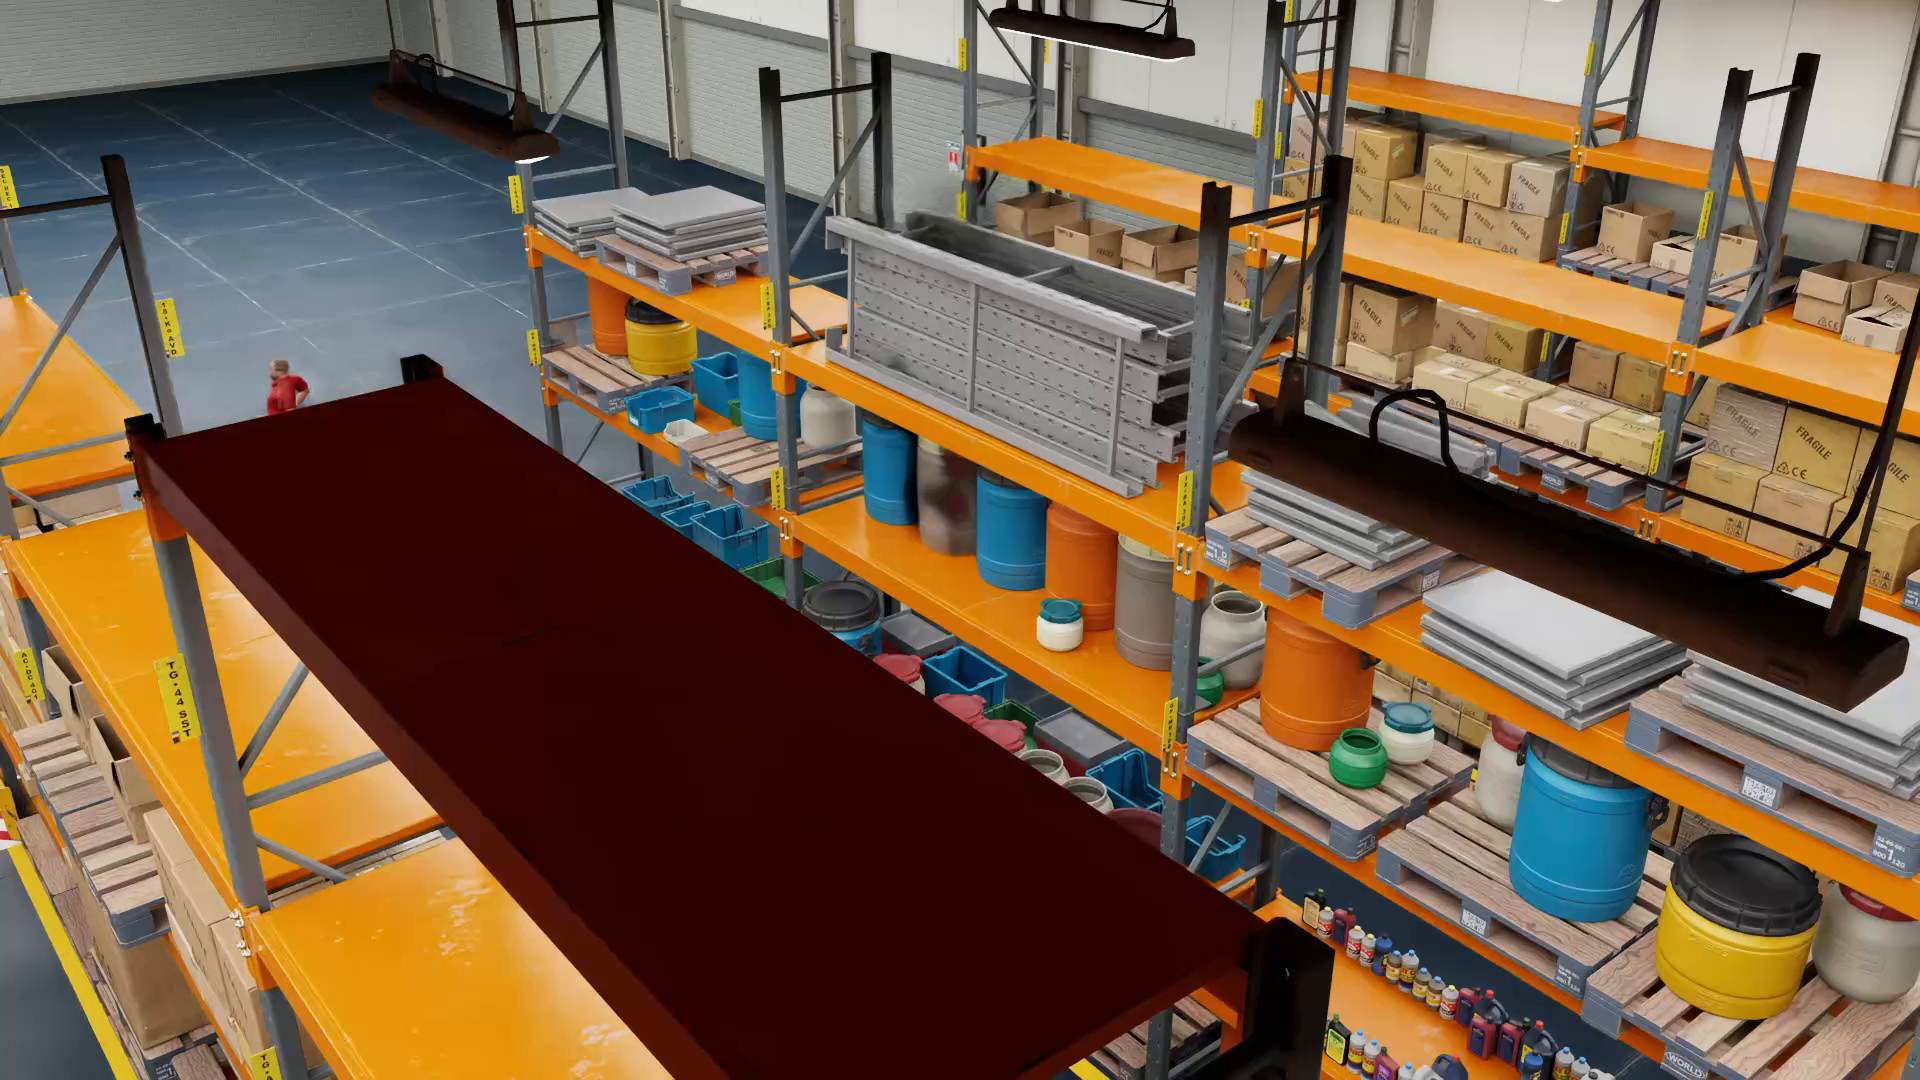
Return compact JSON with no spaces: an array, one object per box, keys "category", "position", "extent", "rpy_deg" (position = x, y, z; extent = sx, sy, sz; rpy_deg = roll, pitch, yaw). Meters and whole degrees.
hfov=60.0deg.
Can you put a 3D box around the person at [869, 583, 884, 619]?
[{"category":"person","position":[-0.674,0.168,15.289],"extent":[0.672,1.819,0.901],"rpy_deg":[-21,33,-36]}]

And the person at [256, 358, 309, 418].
[{"category":"person","position":[-7.596,-1.246,18.907],"extent":[0.878,1.731,0.663],"rpy_deg":[-7,27,-13]}]
